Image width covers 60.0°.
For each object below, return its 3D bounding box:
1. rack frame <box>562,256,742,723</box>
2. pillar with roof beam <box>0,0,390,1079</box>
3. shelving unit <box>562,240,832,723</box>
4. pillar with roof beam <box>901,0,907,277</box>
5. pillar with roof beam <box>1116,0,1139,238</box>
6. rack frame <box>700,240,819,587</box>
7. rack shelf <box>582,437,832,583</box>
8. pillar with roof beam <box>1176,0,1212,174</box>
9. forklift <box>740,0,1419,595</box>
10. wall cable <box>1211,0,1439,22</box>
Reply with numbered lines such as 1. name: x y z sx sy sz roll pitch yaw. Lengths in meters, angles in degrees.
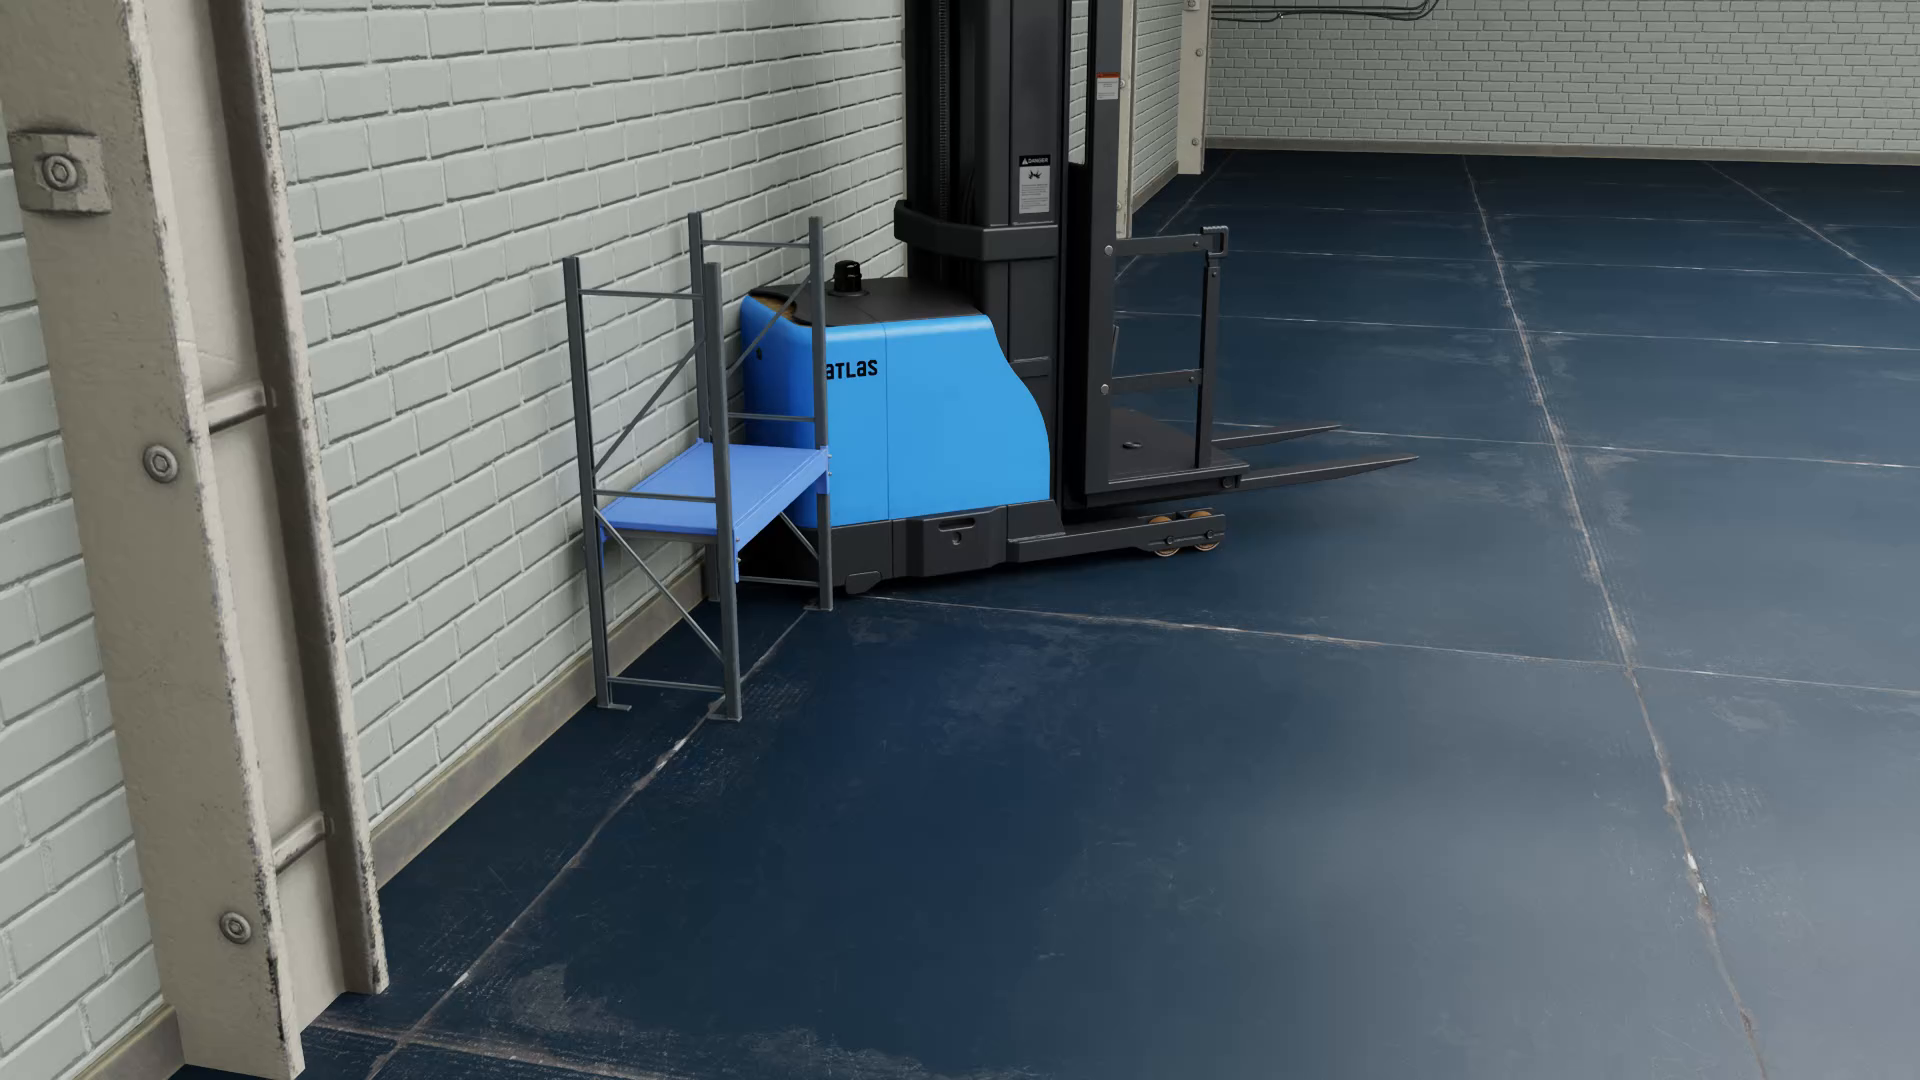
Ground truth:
1. rack frame: -0.964 -0.135 5.263 0.500 1.500 0.032 4 19 12
2. pillar with roof beam: 2.594 -2.794 1.446 9.100 9.000 0.400 5 19 13
3. shelving unit: -0.851 -0.294 5.727 0.538 1.500 1.039 4 19 12
4. pillar with roof beam: 4.060 -4.675 6.952 9.100 9.000 0.400 5 19 13
5. pillar with roof beam: 5.526 -6.555 12.458 9.100 9.000 0.400 5 19 13
6. rack frame: -0.738 -0.455 6.201 0.475 1.308 0.013 4 19 12
7. rack shelf: -0.850 -0.125 5.790 0.538 0.185 1.000 4 19 12
8. pillar with roof beam: 6.992 -8.436 17.964 9.100 9.000 0.400 5 19 13
9. forklift: 0.581 -1.466 6.944 3.031 2.935 1.130 -8 20 -21
10. wall cable: 4.819 -8.125 21.859 3.097 2.526 0.112 5 19 13
